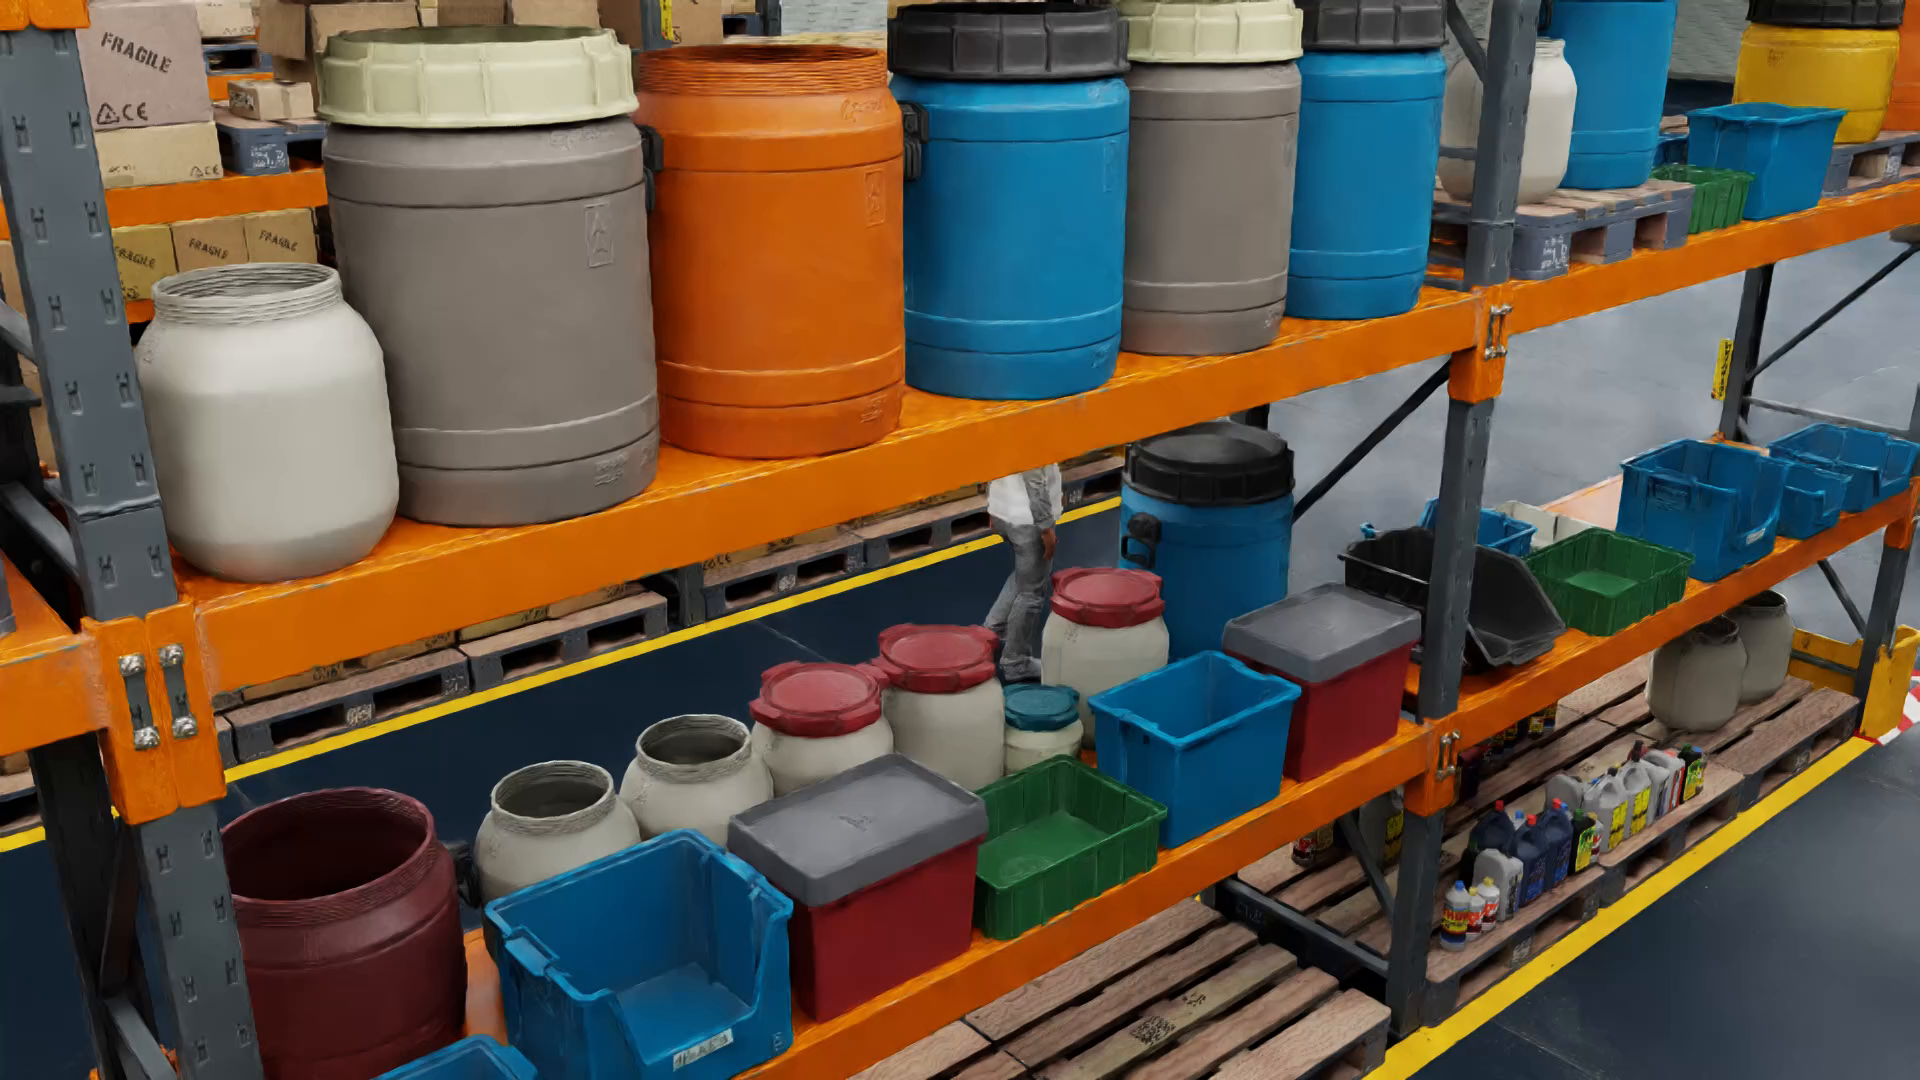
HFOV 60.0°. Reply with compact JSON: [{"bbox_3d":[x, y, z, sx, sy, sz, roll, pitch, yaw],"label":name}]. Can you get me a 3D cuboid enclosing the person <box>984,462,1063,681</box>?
[{"bbox_3d":[0.362,-0.137,8.873,0.457,1.756,0.582,-11,23,-26],"label":"person"}]
